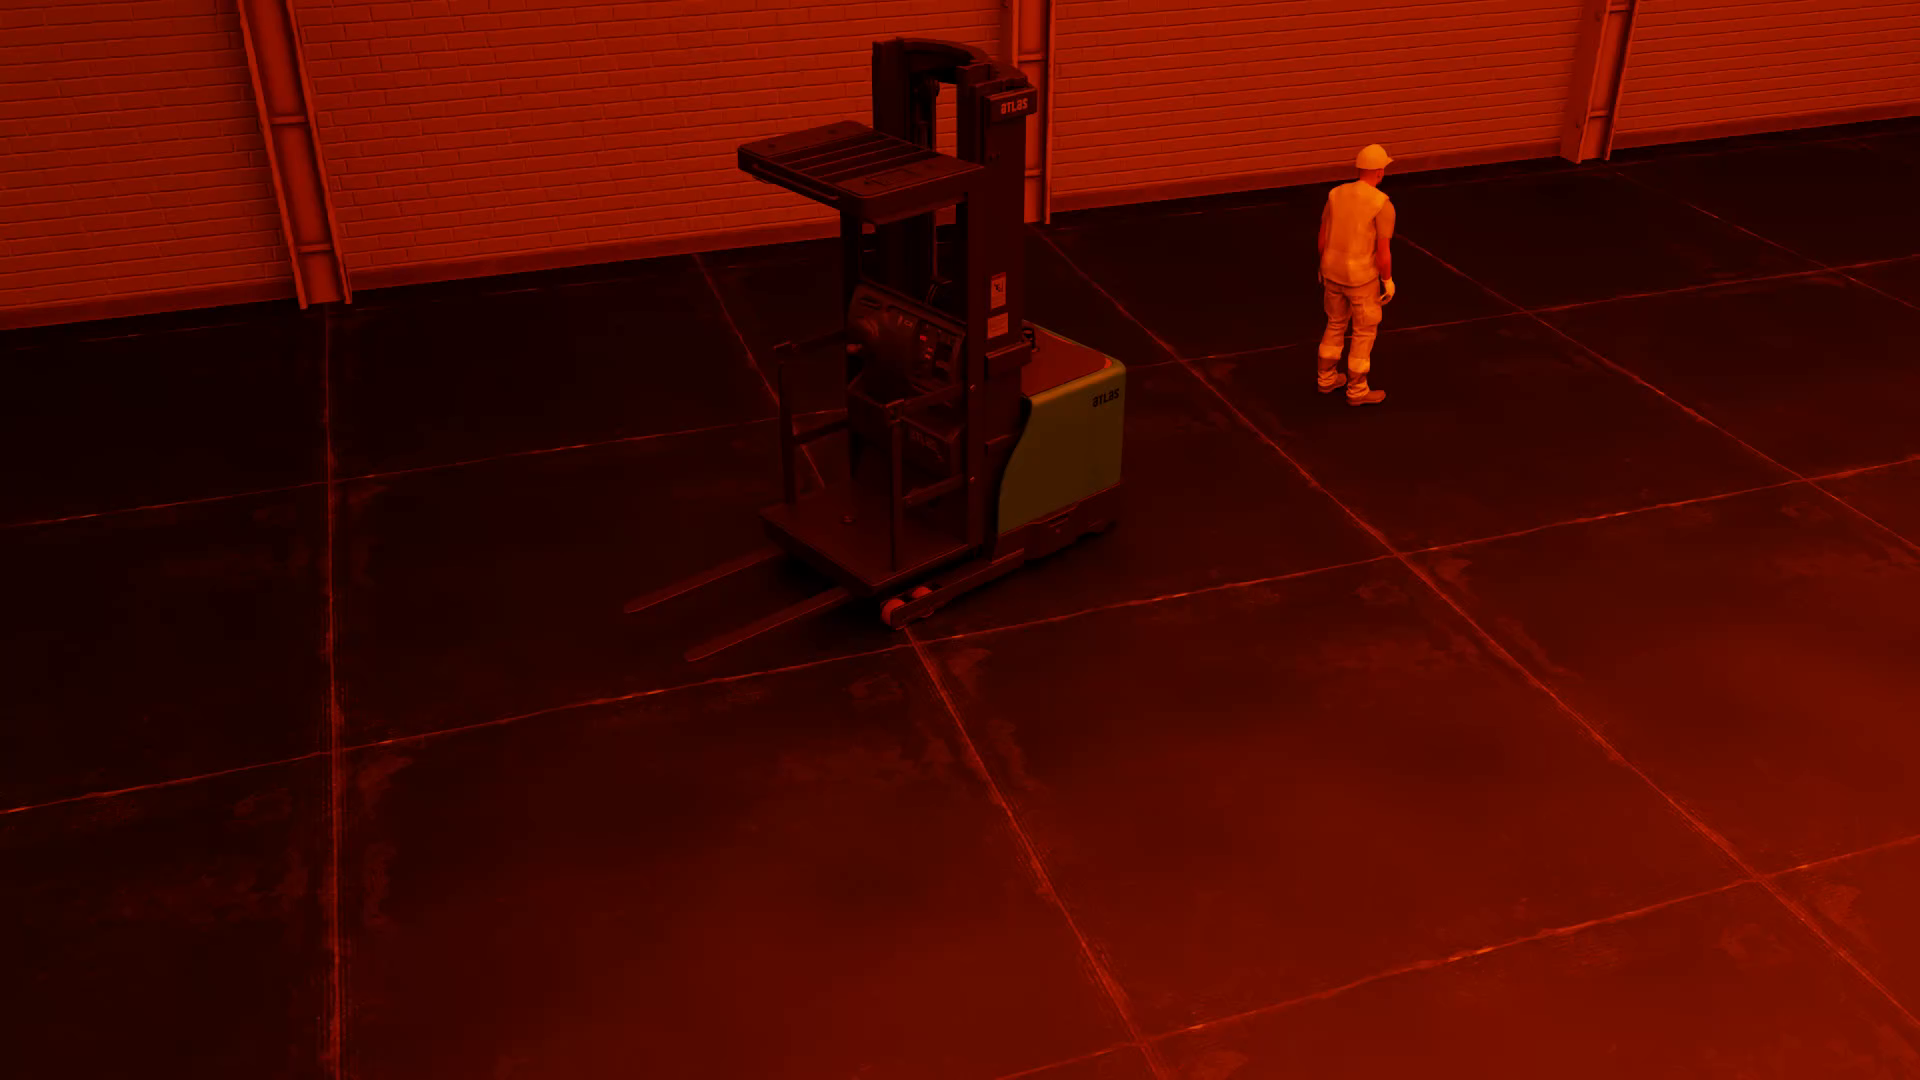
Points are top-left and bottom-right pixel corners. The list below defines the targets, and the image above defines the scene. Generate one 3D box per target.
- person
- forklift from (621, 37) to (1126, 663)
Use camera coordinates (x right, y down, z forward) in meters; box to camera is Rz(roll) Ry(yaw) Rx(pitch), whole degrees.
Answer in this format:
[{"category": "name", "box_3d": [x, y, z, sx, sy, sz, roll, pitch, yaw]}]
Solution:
[{"category": "person", "box_3d": [2.712, -1.817, 11.404, 0.453, 1.778, 0.617, -22, 37, -33]}, {"category": "forklift", "box_3d": [-0.461, -1.072, 8.951, 3.031, 2.935, 1.130, -23, 37, -34]}]
